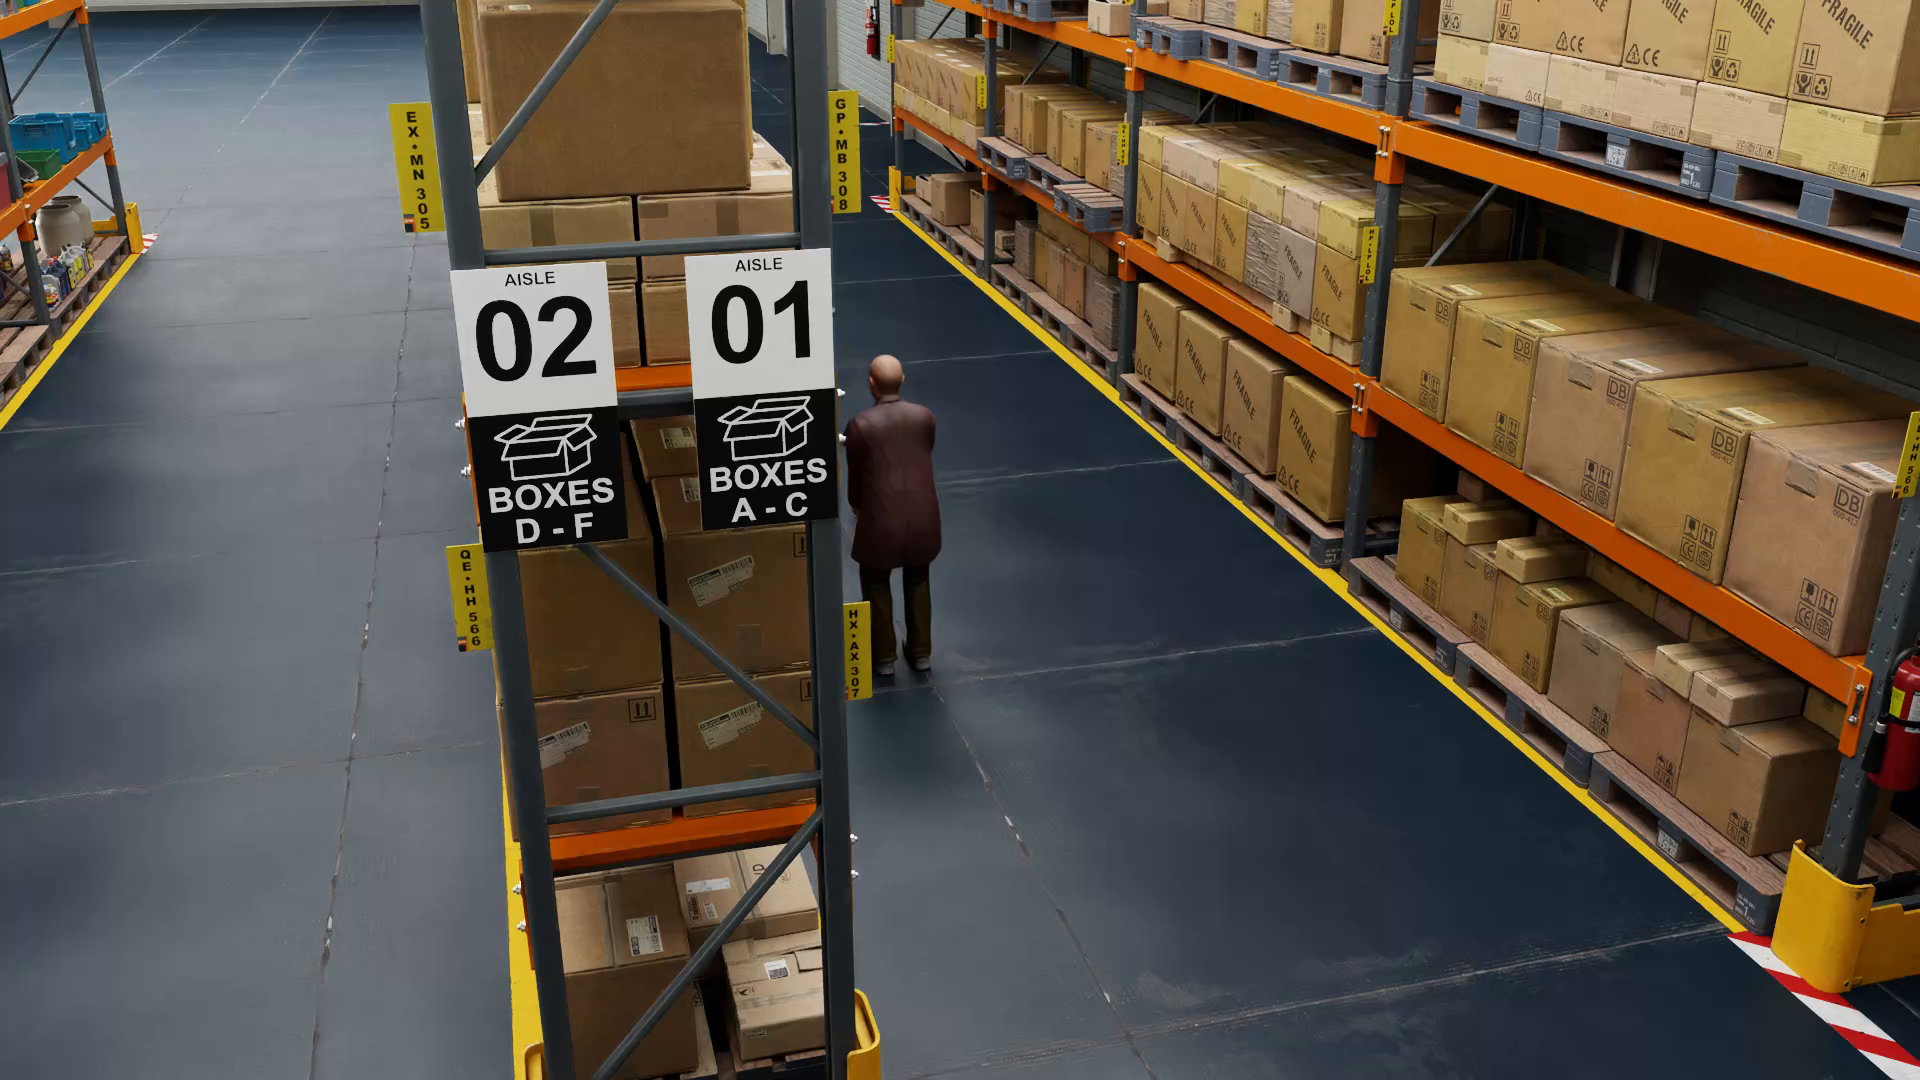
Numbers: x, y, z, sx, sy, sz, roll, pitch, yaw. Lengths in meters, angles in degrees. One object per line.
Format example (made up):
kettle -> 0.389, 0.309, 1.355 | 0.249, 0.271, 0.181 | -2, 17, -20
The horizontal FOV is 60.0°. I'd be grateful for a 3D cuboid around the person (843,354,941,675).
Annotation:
person -> -0.372, -0.148, 8.988 | 0.525, 1.770, 0.584 | -8, 24, -18
